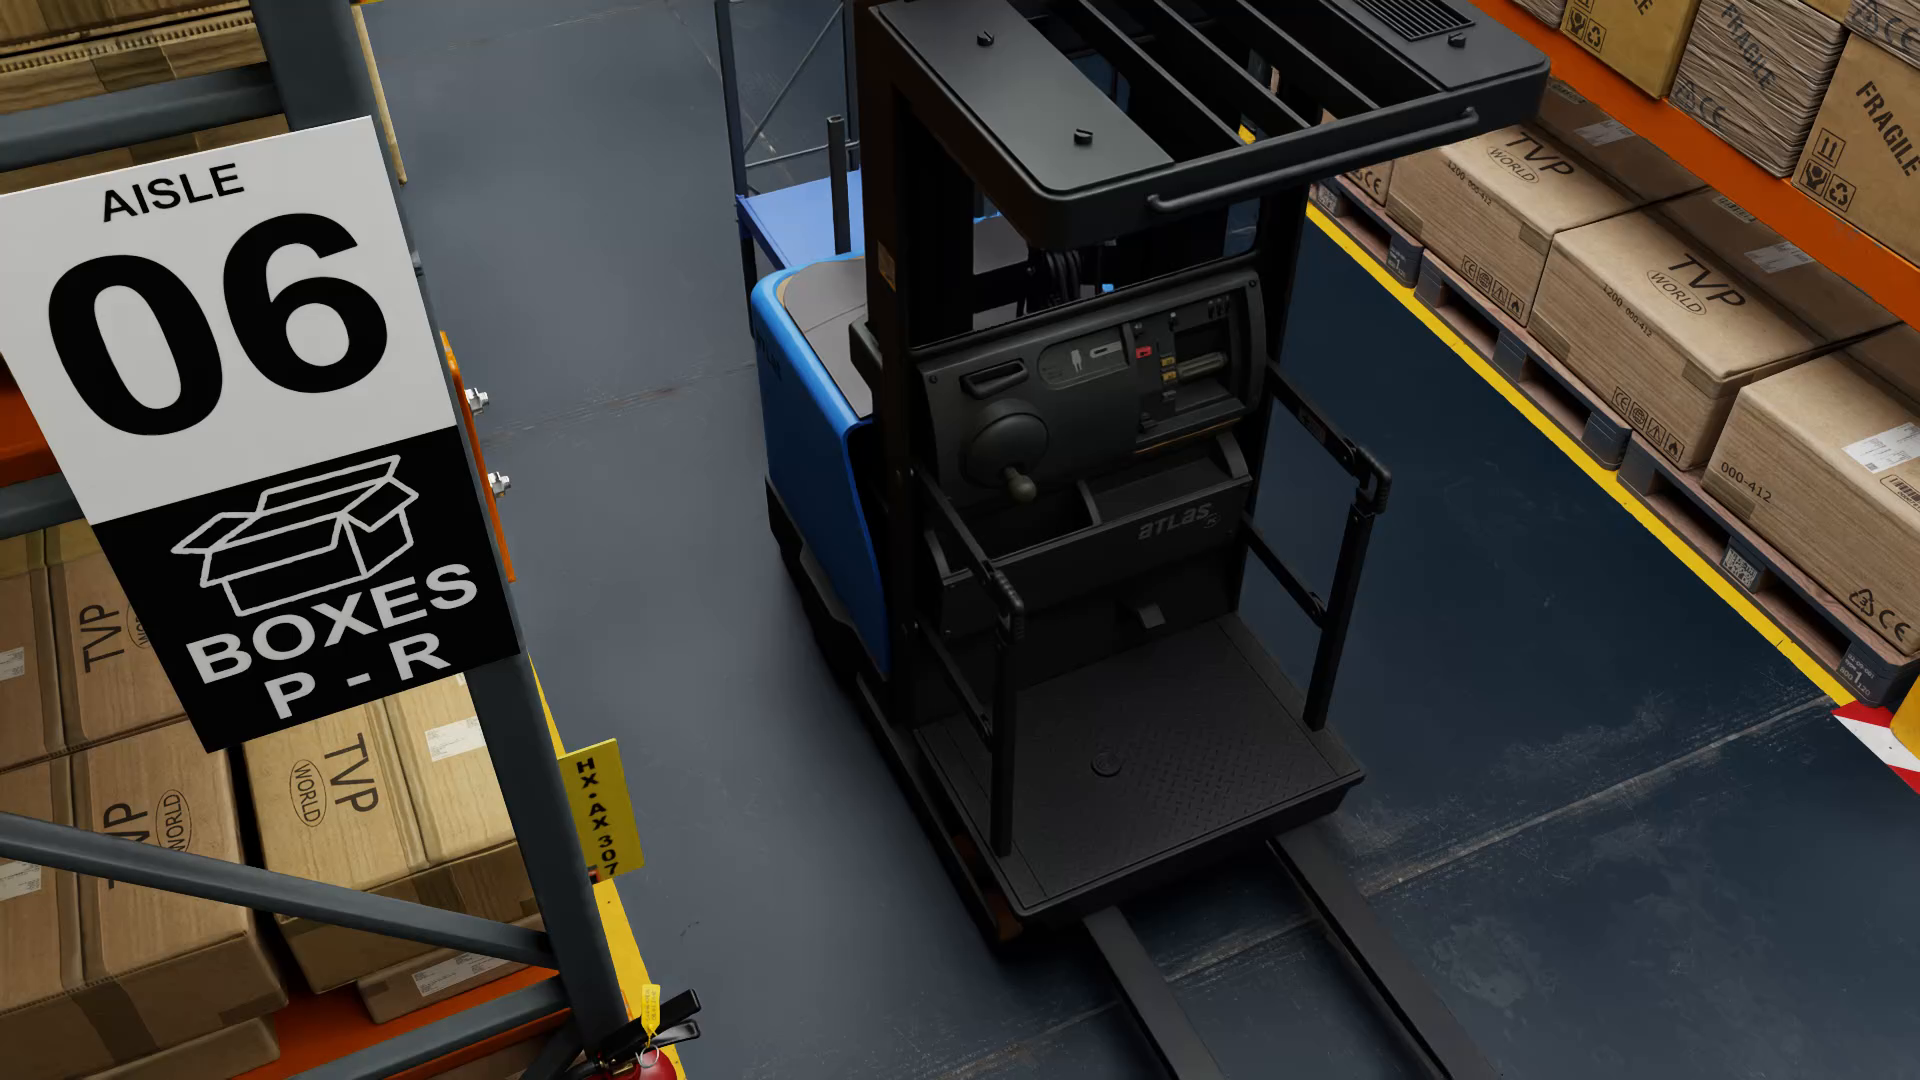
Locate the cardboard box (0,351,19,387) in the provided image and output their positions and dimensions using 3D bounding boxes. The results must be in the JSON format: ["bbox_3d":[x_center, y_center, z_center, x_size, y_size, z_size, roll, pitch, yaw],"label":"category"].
[{"bbox_3d":[-0.971,-0.356,2.019,0.380,0.149,0.250,-17,47,-17],"label":"cardboard box"}]

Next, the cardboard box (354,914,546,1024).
[{"bbox_3d":[-0.938,0.693,3.091,0.380,0.149,0.250,-18,48,-18],"label":"cardboard box"}]

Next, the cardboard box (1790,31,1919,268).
[{"bbox_3d":[2.813,-1.164,4.722,0.500,0.500,0.500,-19,48,-18],"label":"cardboard box"}]

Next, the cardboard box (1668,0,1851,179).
[{"bbox_3d":[2.588,-1.489,5.052,0.500,0.500,0.500,-17,47,-16],"label":"cardboard box"}]

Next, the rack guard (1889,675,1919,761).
[{"bbox_3d":[3.464,0.331,5.059,1.175,0.500,0.348,-18,47,-17],"label":"rack guard"}]

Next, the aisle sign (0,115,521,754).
[{"bbox_3d":[-0.753,-0.075,1.839,0.394,0.787,0.004,-18,47,-17],"label":"aisle sign"}]

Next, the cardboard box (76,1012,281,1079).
[{"bbox_3d":[-1.431,0.851,2.931,0.380,0.149,0.250,-19,48,-18],"label":"cardboard box"}]

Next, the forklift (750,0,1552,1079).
[{"bbox_3d":[0.439,-0.285,3.952,1.130,2.935,3.031,-19,48,-18],"label":"forklift"}]

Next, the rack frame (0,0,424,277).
[{"bbox_3d":[-1.048,-1.242,0.602,1.000,3.000,0.127,-18,47,-17],"label":"rack frame"}]

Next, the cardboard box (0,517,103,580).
[{"bbox_3d":[-1.902,-0.019,3.529,0.500,0.250,0.500,-17,47,-16],"label":"cardboard box"}]

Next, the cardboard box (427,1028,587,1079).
[{"bbox_3d":[-1.219,1.215,3.861,0.797,0.503,0.637,-20,48,-19],"label":"cardboard box"}]

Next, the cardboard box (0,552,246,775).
[{"bbox_3d":[-1.698,0.298,3.208,0.500,0.250,0.500,-18,47,-17],"label":"cardboard box"}]

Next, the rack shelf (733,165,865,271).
[{"bbox_3d":[-0.377,-0.962,5.913,0.538,0.185,1.000,-19,48,-18],"label":"rack shelf"}]

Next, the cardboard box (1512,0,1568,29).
[{"bbox_3d":[2.143,-2.142,5.714,0.500,0.500,0.500,-18,47,-17],"label":"cardboard box"}]

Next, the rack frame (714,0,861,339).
[{"bbox_3d":[-0.596,-1.412,6.113,0.500,1.500,0.032,-19,48,-18],"label":"rack frame"}]

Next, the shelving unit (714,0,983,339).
[{"bbox_3d":[-0.377,-1.090,5.787,0.538,1.500,1.048,-19,48,-18],"label":"shelving unit"}]

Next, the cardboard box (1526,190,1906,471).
[{"bbox_3d":[2.693,-0.784,5.934,0.875,0.438,0.875,-17,47,-16],"label":"cardboard box"}]

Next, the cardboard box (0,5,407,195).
[{"bbox_3d":[-0.987,-0.590,1.972,0.500,0.250,0.500,-19,48,-18],"label":"cardboard box"}]

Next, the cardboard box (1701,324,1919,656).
[{"bbox_3d":[3.085,-0.203,5.345,0.875,0.438,0.875,-20,48,-19],"label":"cardboard box"}]

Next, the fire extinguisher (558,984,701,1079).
[{"bbox_3d":[-0.567,1.011,2.910,0.296,0.674,0.183,-18,47,-17],"label":"fire extinguisher"}]

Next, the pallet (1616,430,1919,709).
[{"bbox_3d":[3.047,-0.068,5.669,1.003,0.211,1.213,-18,47,-17],"label":"pallet"}]

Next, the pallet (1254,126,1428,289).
[{"bbox_3d":[2.021,-1.623,7.245,1.003,0.211,1.213,-18,47,-17],"label":"pallet"}]

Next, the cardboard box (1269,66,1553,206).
[{"bbox_3d":[1.938,-1.929,7.095,0.875,0.438,0.875,-19,48,-18],"label":"cardboard box"}]

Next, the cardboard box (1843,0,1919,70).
[{"bbox_3d":[2.789,-1.527,4.379,0.500,0.500,0.500,-18,47,-17],"label":"cardboard box"}]

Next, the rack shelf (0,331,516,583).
[{"bbox_3d":[-1.889,-1.192,3.199,1.077,0.370,4.000,-18,47,-17],"label":"rack shelf"}]

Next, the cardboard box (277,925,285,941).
[{"bbox_3d":[-1.482,0.671,3.113,0.380,0.149,0.250,-17,47,-16],"label":"cardboard box"}]

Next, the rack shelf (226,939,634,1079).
[{"bbox_3d":[-1.889,-0.125,4.253,1.077,0.370,4.000,-18,47,-17],"label":"rack shelf"}]

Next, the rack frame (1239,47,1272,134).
[{"bbox_3d":[1.772,-3.124,6.780,1.000,3.000,0.127,-18,47,-17],"label":"rack frame"}]

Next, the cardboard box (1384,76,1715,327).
[{"bbox_3d":[2.315,-1.359,6.517,0.875,0.438,0.875,-19,48,-19],"label":"cardboard box"}]

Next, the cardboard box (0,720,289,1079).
[{"bbox_3d":[-1.483,0.626,2.874,0.500,0.250,0.500,-17,47,-16],"label":"cardboard box"}]

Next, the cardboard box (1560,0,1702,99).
[{"bbox_3d":[2.359,-1.814,5.381,0.500,0.500,0.500,-17,47,-16],"label":"cardboard box"}]

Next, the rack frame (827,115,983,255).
[{"bbox_3d":[-0.158,-0.767,5.460,0.500,1.500,0.032,-19,48,-18],"label":"rack frame"}]

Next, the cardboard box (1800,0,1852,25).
[{"bbox_3d":[2.584,-1.843,4.700,0.500,0.500,0.500,-18,47,-18],"label":"cardboard box"}]

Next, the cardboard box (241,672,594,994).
[{"bbox_3d":[-0.995,0.473,3.030,0.500,0.250,0.500,-18,47,-17],"label":"cardboard box"}]

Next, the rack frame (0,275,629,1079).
[{"bbox_3d":[-1.048,0.894,2.709,1.000,3.000,0.127,-18,47,-17],"label":"rack frame"}]

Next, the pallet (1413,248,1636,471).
[{"bbox_3d":[2.537,-0.845,6.456,1.003,0.211,1.213,-18,47,-17],"label":"pallet"}]

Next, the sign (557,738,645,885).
[{"bbox_3d":[-0.556,0.425,2.567,0.100,0.325,0.005,-18,47,-17],"label":"sign"}]

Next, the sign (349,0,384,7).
[{"bbox_3d":[-0.556,-0.645,1.511,0.100,0.325,0.005,-18,47,-17],"label":"sign"}]
